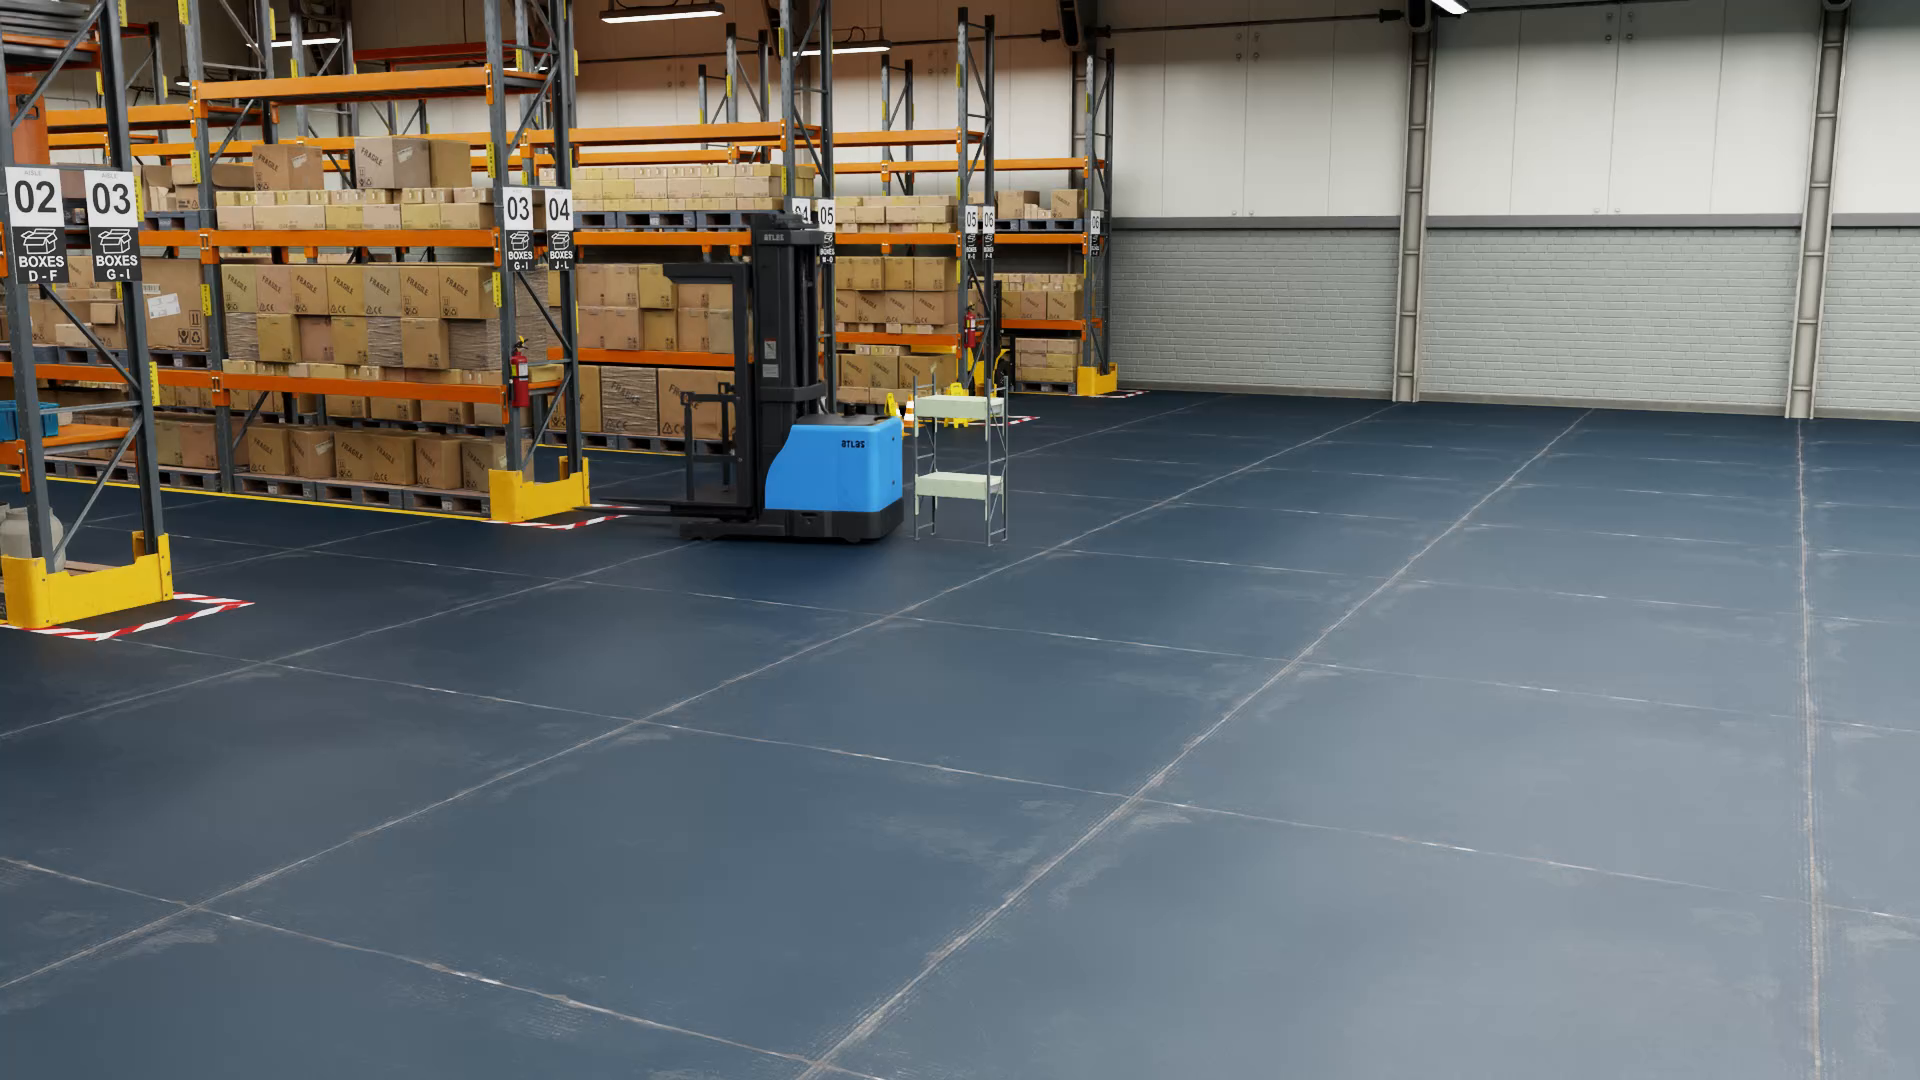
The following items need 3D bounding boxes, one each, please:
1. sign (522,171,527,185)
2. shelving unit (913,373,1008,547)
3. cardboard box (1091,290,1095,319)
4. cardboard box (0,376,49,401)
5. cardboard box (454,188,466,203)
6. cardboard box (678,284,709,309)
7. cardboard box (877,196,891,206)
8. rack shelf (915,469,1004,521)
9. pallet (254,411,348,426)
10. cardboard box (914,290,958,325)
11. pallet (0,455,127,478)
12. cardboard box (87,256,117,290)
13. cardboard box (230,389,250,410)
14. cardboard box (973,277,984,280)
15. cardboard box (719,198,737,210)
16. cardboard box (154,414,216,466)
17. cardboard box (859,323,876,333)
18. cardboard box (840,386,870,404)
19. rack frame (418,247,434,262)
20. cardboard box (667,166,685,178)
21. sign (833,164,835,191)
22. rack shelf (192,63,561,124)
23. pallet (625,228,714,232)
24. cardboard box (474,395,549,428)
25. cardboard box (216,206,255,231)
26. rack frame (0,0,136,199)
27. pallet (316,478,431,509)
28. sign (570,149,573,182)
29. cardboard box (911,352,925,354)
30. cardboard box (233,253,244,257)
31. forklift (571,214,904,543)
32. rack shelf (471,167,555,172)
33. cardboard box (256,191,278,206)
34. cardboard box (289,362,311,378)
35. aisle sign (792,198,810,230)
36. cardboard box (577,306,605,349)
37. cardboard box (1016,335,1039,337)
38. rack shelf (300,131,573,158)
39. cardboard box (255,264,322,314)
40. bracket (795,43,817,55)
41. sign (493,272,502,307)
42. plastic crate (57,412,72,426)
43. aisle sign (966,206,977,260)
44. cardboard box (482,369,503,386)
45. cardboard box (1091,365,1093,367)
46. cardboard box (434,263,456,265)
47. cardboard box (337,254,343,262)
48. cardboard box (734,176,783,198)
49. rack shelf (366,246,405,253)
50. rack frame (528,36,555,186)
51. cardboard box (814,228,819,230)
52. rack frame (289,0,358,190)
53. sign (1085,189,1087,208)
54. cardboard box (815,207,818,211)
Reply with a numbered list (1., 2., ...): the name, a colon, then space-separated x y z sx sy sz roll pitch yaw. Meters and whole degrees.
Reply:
1. sign: -5.676 -4.641 21.690 0.005 0.325 0.100 5 11 26
2. shelving unit: 0.006 -0.737 15.094 0.755 1.500 0.431 5 11 26
3. cardboard box: 2.114 -4.252 30.019 0.500 0.500 0.500 5 12 28
4. cardboard box: -11.926 -1.593 20.394 0.875 0.875 1.225 4 11 23
5. cardboard box: -4.711 -3.353 16.213 0.250 0.149 0.380 5 11 24
6. cardboard box: -3.149 -3.263 21.381 0.550 0.550 0.875 5 11 26
7. cardboard box: -1.064 -5.143 25.266 0.250 0.149 0.380 5 11 26
8. rack shelf: 0.006 -0.417 15.152 0.720 0.370 0.431 5 11 26
9. pallet: -9.732 -1.848 24.846 1.213 0.211 1.003 5 11 26
10. cardboard box: -0.366 -3.520 25.143 0.500 0.500 0.500 5 11 25
11. pallet: -10.617 -0.940 19.830 1.213 0.211 1.003 5 11 26
12. cardboard box: -13.160 -4.155 25.839 0.500 0.500 0.500 5 11 24
13. cardboard box: -10.683 -2.225 24.943 0.500 0.500 0.500 4 11 23
14. cardboard box: 0.425 -4.771 30.231 0.250 0.149 0.380 5 11 26
15. cardboard box: -2.762 -4.148 20.549 0.250 0.149 0.380 5 11 27
16. cardboard box: -8.690 -1.137 18.876 0.500 0.500 0.700 5 11 25
17. cardboard box: -1.366 -3.287 25.677 0.250 0.149 0.380 5 11 25
18. cardboard box: -1.534 -2.283 25.963 0.500 0.250 0.500 5 11 24
19. rack frame: -11.913 -5.380 36.533 0.127 3.000 1.000 5 11 26
20. cardboard box: -3.450 -4.601 20.812 0.250 0.149 0.380 5 11 25
21. sign: -1.606 -4.561 20.908 0.005 0.325 0.100 5 11 26
22. rack shelf: -5.936 -4.497 16.841 4.000 0.370 1.077 5 11 26
23. pallet: -4.783 -5.172 27.488 1.003 0.211 1.213 5 11 26
24. cardboard box: -6.041 -1.977 22.869 0.750 0.750 1.050 5 11 26
25. cardboard box: -7.439 -3.384 17.506 0.500 0.250 0.500 5 11 24
26. rack frame: -6.334 -3.904 11.535 0.127 3.000 1.000 5 11 26
27. pallet: -6.014 -0.543 17.639 1.213 0.211 1.003 5 11 26
28. sign: -3.903 -3.736 16.574 0.005 0.325 0.100 5 11 26
29. cardboard box: -0.851 -2.699 26.155 0.500 0.500 0.500 5 11 24
30. cardboard box: -13.461 -5.327 31.331 0.250 0.149 0.380 5 12 28
31. forklift: -2.105 -1.525 15.427 3.031 2.935 1.130 2 10 11
32. rack shelf: -10.120 -7.819 35.193 4.000 0.370 1.077 5 11 26
33. cardboard box: -7.071 -3.547 17.286 0.250 0.149 0.380 5 11 26
34. cardboard box: -6.781 -1.788 17.395 0.250 0.149 0.380 5 11 26
35. aisle sign: -1.926 -3.753 20.246 0.004 0.787 0.394 5 11 26
36. cardboard box: -4.605 -2.850 22.132 0.550 0.550 0.875 5 11 26
37. cardboard box: 1.195 -3.613 30.503 0.500 0.250 0.500 5 11 25
38. rack shelf: -7.238 -5.402 22.951 4.000 0.370 1.077 5 11 26
39. cardboard box: -6.989 -2.631 17.421 0.500 0.500 0.500 5 11 26
40. bracket: -2.956 -9.425 31.929 0.430 0.232 0.235 5 11 26
41. sign: -4.406 -2.382 15.828 0.005 0.325 0.100 5 11 26
42. plastic crate: -6.994 -0.944 12.766 0.250 0.136 0.298 5 11 26
43. aisle sign: 0.170 -4.554 24.671 0.004 0.787 0.394 5 11 26
44. cardboard box: -4.489 -1.609 16.404 0.250 0.149 0.380 5 11 26
45. cardboard box: 2.081 -3.043 30.161 0.500 0.250 0.500 5 11 26
46. cardboard box: -8.868 -4.617 29.230 0.500 0.500 0.500 5 11 25
47. cardboard box: -11.124 -5.144 30.318 0.250 0.149 0.380 5 12 27
48. cardboard box: -2.420 -4.326 20.413 0.500 0.250 0.500 5 11 27
49. rack shelf: -8.725 -5.236 29.336 4.000 0.370 1.077 5 11 26
50. rack frame: -6.932 -6.909 28.134 0.127 3.000 1.000 5 11 26
51. cardboard box: -2.056 -4.814 25.691 0.250 0.149 0.380 5 11 25
52. rack frame: -9.031 -6.110 23.722 0.127 3.000 1.000 5 11 26
53. sign: 2.183 -5.906 28.755 0.005 0.325 0.100 5 11 26
54. cardboard box: -2.161 -5.031 25.767 0.500 0.250 0.500 5 11 26
